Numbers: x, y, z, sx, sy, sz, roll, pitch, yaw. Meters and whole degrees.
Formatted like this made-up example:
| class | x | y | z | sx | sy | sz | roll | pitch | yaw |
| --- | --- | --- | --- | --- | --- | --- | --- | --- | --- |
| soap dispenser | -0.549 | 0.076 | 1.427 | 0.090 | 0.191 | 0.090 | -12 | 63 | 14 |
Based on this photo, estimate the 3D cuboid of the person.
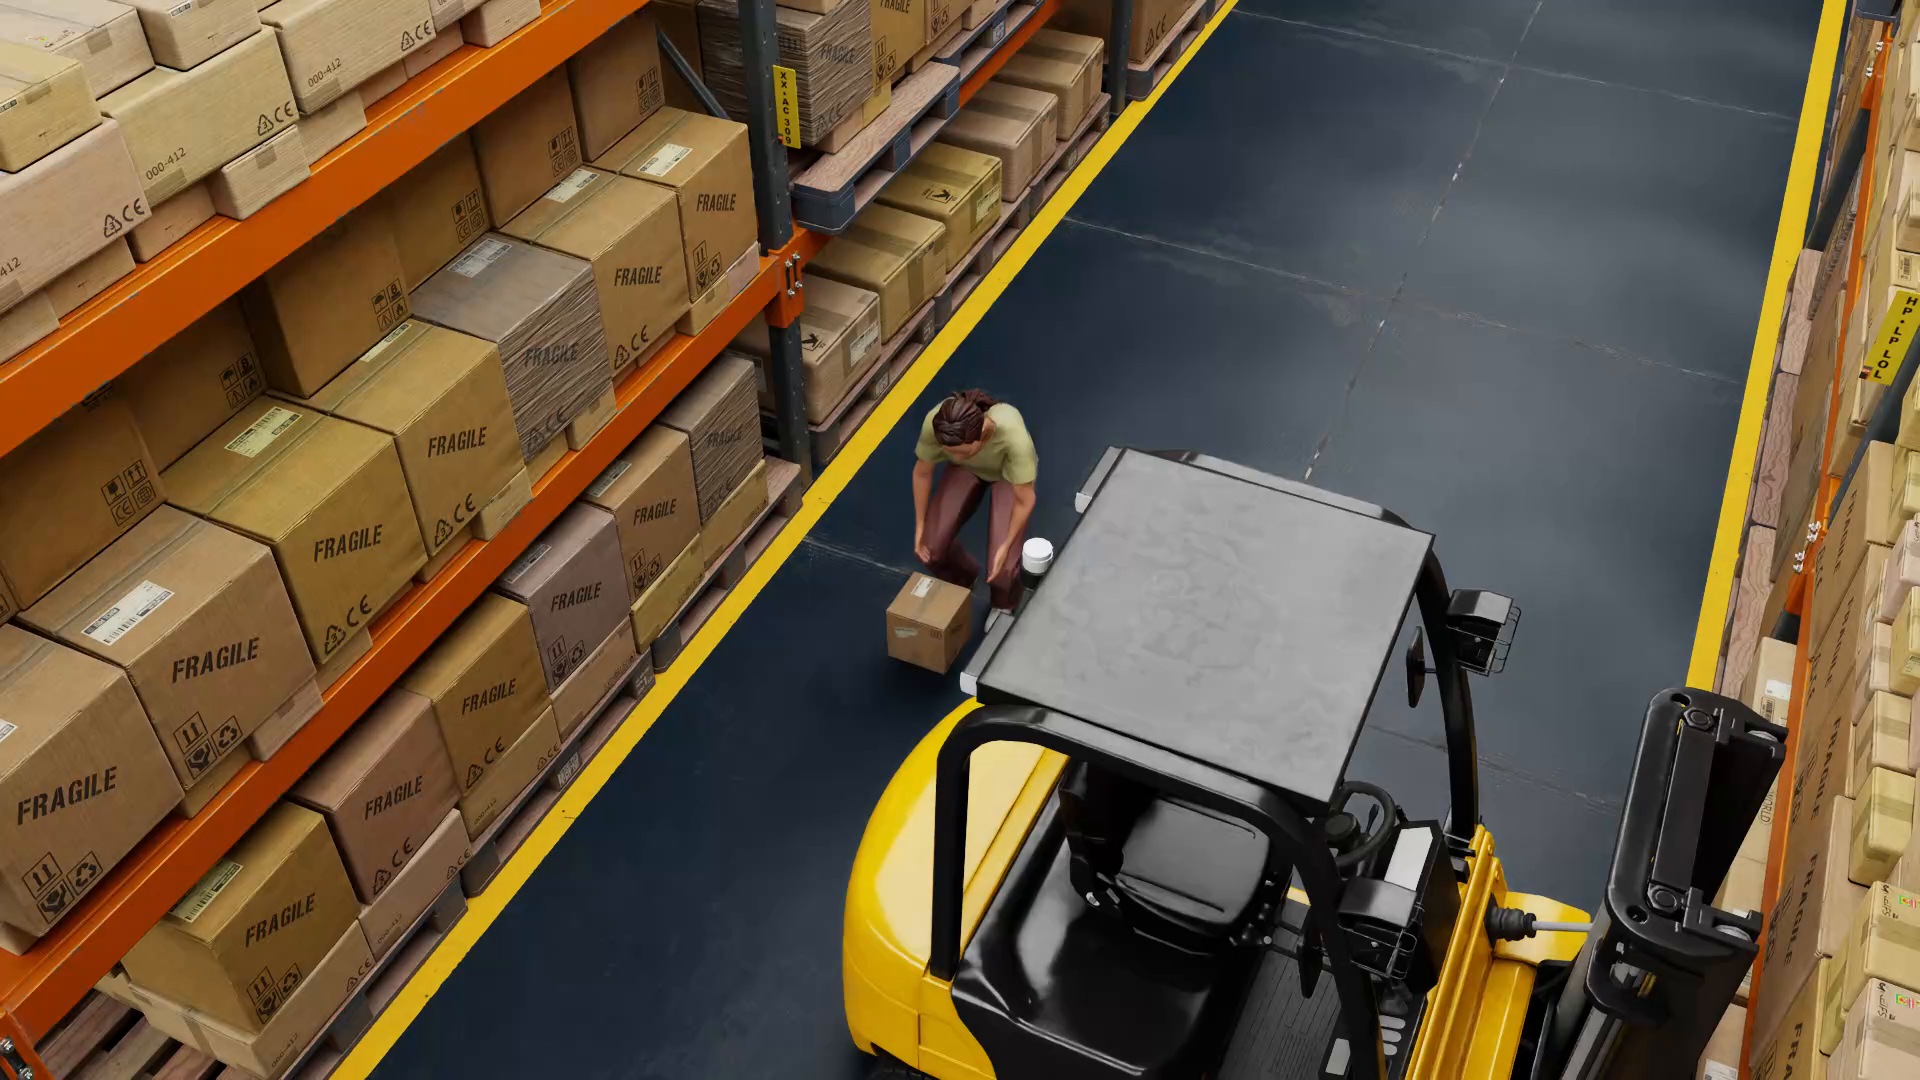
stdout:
| class | x | y | z | sx | sy | sz | roll | pitch | yaw |
| --- | --- | --- | --- | --- | --- | --- | --- | --- | --- |
| person | 0.090 | -0.157 | 6.613 | 0.512 | 1.307 | 0.681 | 18 | 45 | 18 |
